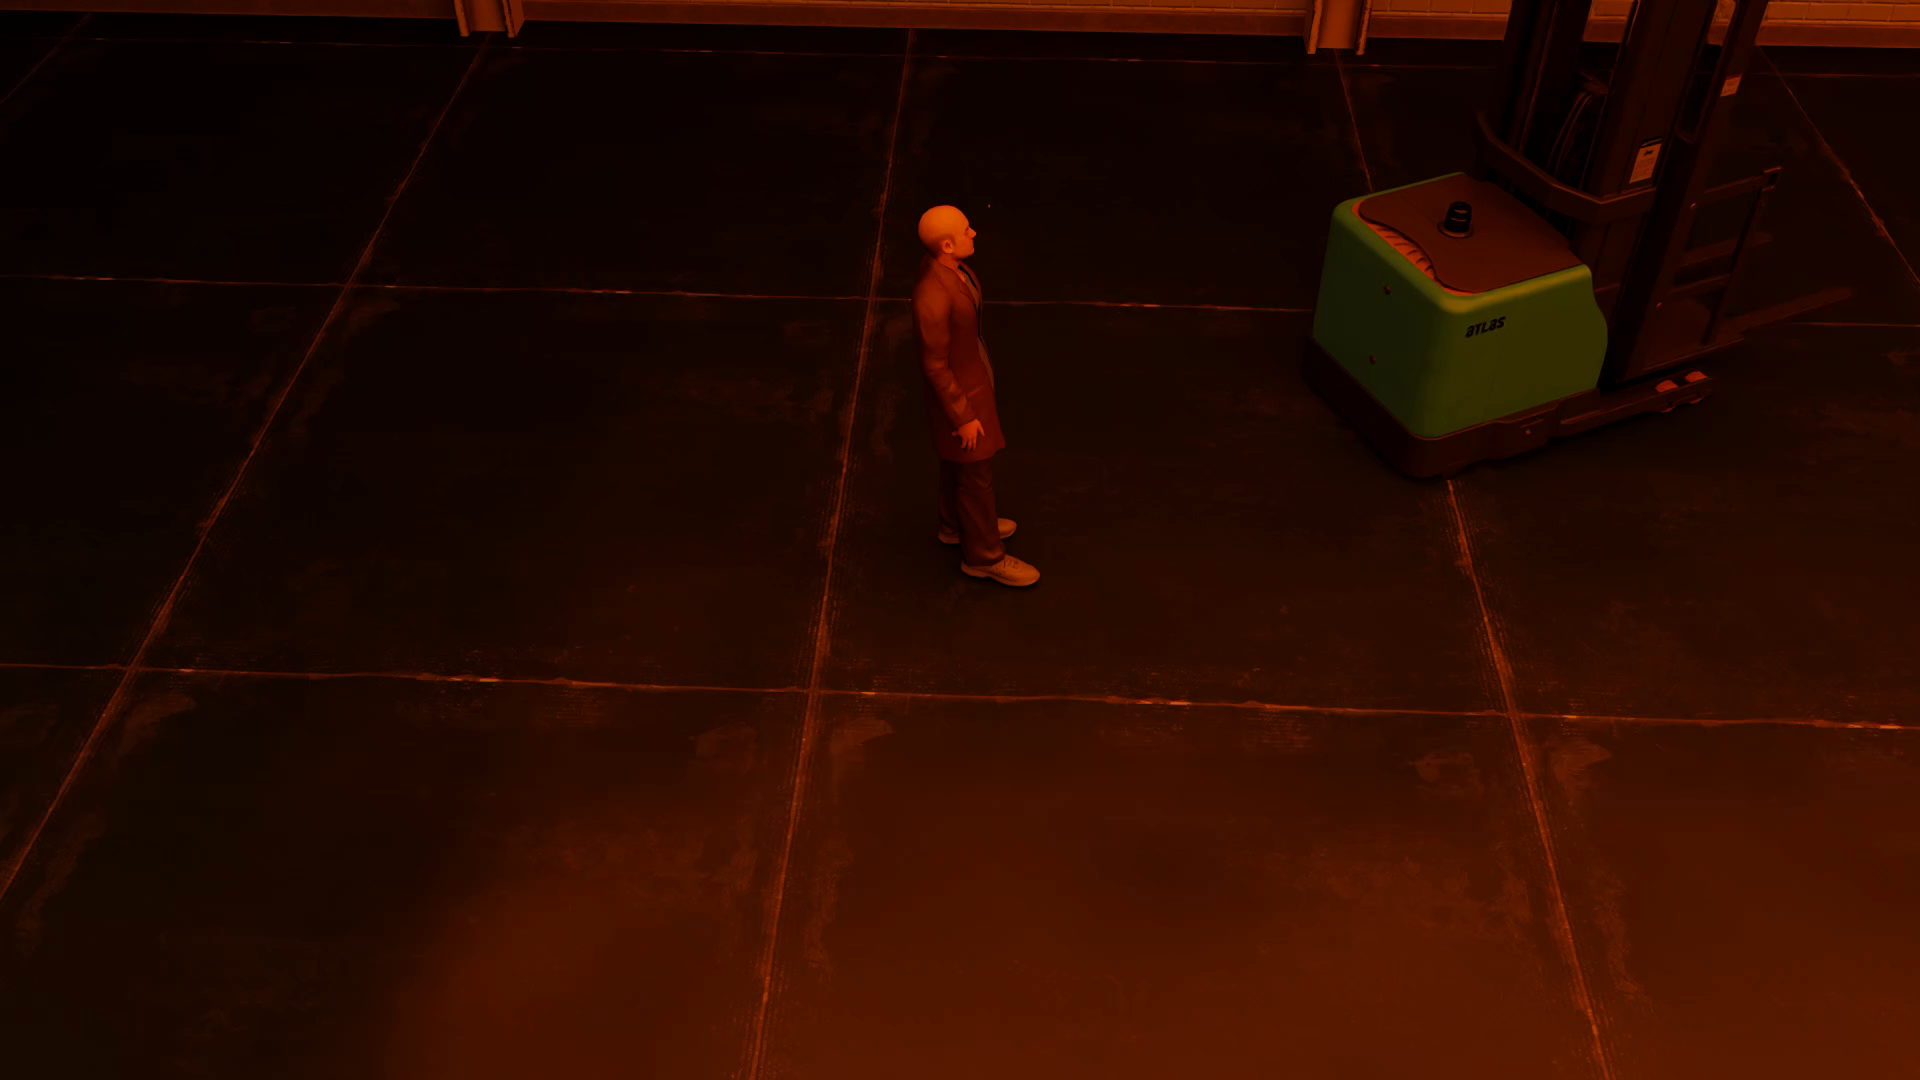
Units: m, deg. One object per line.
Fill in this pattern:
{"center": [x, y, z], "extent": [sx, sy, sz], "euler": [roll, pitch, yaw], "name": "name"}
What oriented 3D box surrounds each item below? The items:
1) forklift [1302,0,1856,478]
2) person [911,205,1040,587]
{"center": [3.370, -2.052, 7.990], "extent": [3.031, 2.935, 1.130], "euler": [-17, 45, -18], "name": "forklift"}
{"center": [0.092, -0.656, 7.306], "extent": [0.579, 1.778, 0.696], "euler": [2, 42, 2], "name": "person"}
